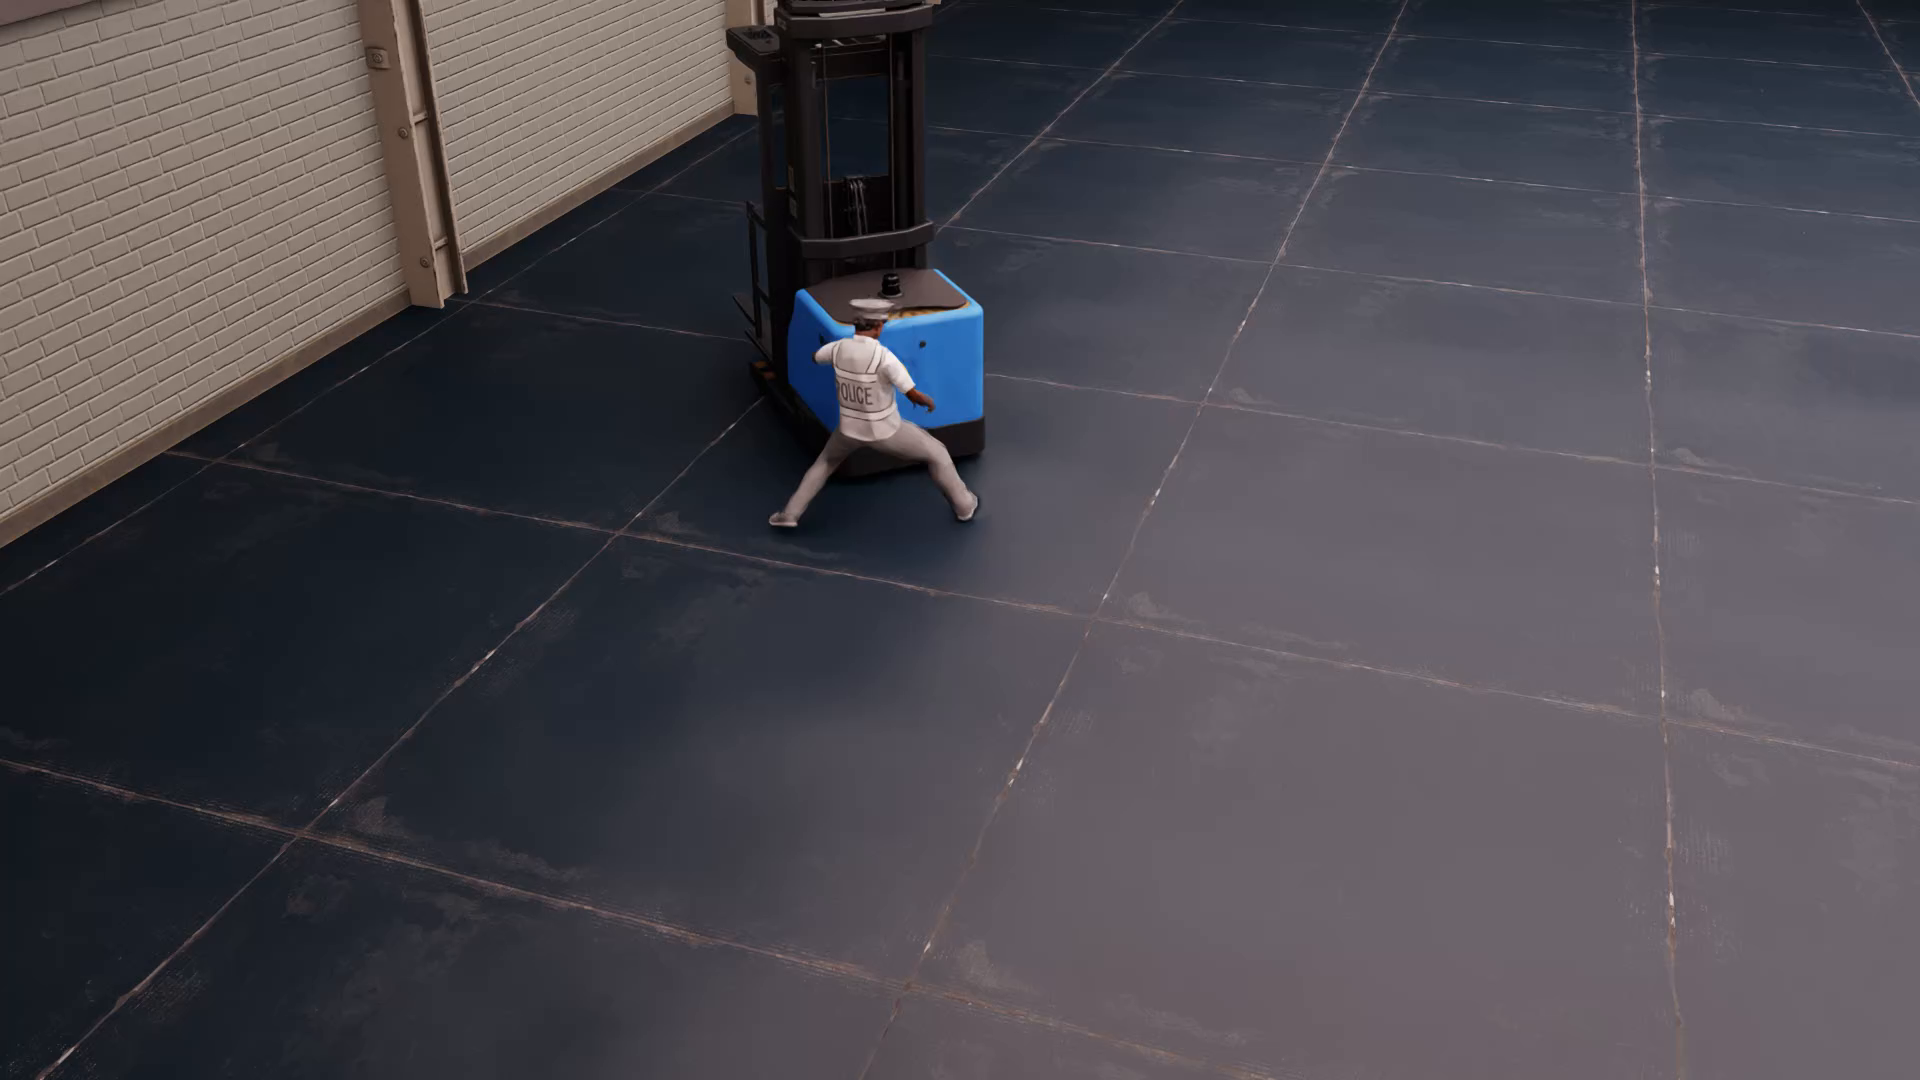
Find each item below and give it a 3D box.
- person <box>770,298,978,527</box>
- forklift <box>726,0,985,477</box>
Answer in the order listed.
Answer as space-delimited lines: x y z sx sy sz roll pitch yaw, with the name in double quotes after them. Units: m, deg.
-0.526 -0.772 9.991 1.098 1.491 0.937 16 33 25 "person"
-0.880 -2.389 11.327 1.130 2.935 3.031 -12 32 -20 "forklift"
